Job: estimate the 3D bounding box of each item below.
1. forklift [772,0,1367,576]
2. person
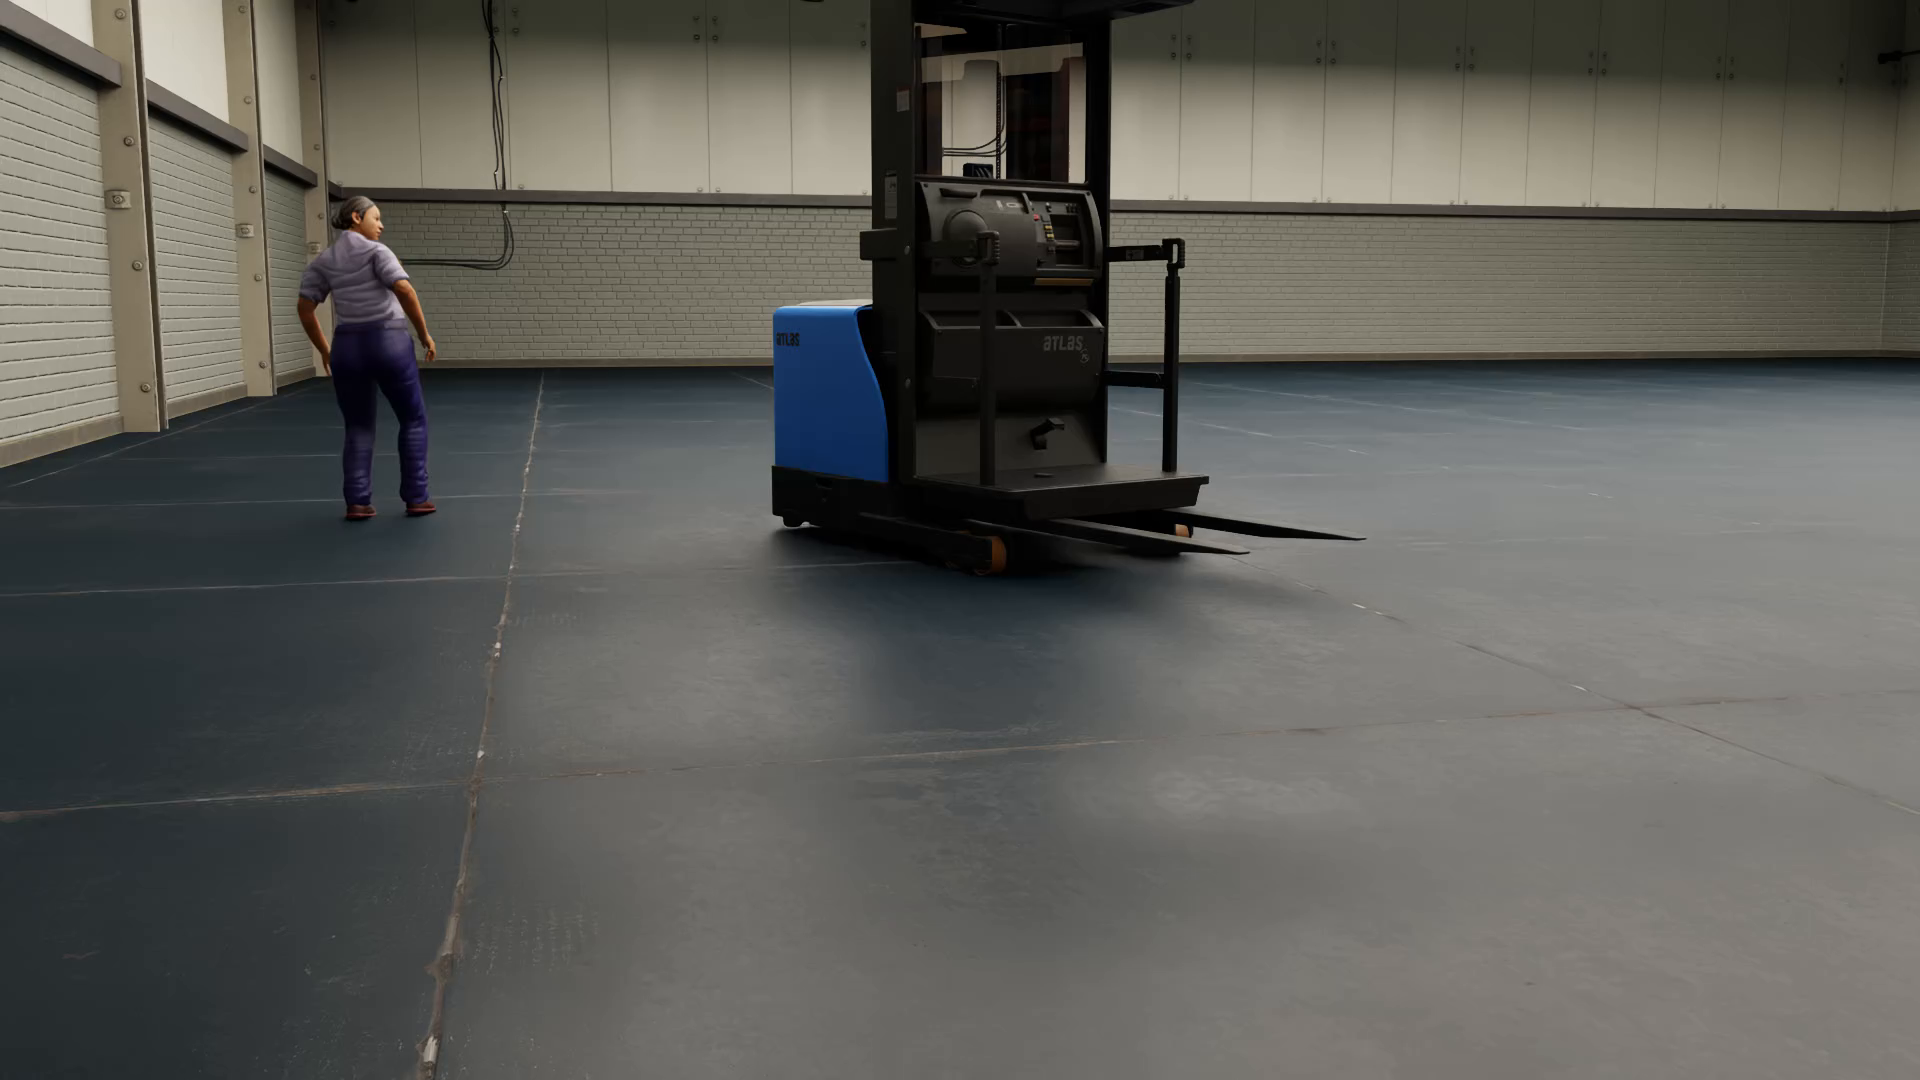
[{"bbox_3d":[0.355,-1.383,7.015,1.130,2.935,3.031,-6,10,-35],"label":"forklift"},{"bbox_3d":[-3.008,-0.930,8.506,0.680,1.629,0.485,1,8,6],"label":"person"}]
